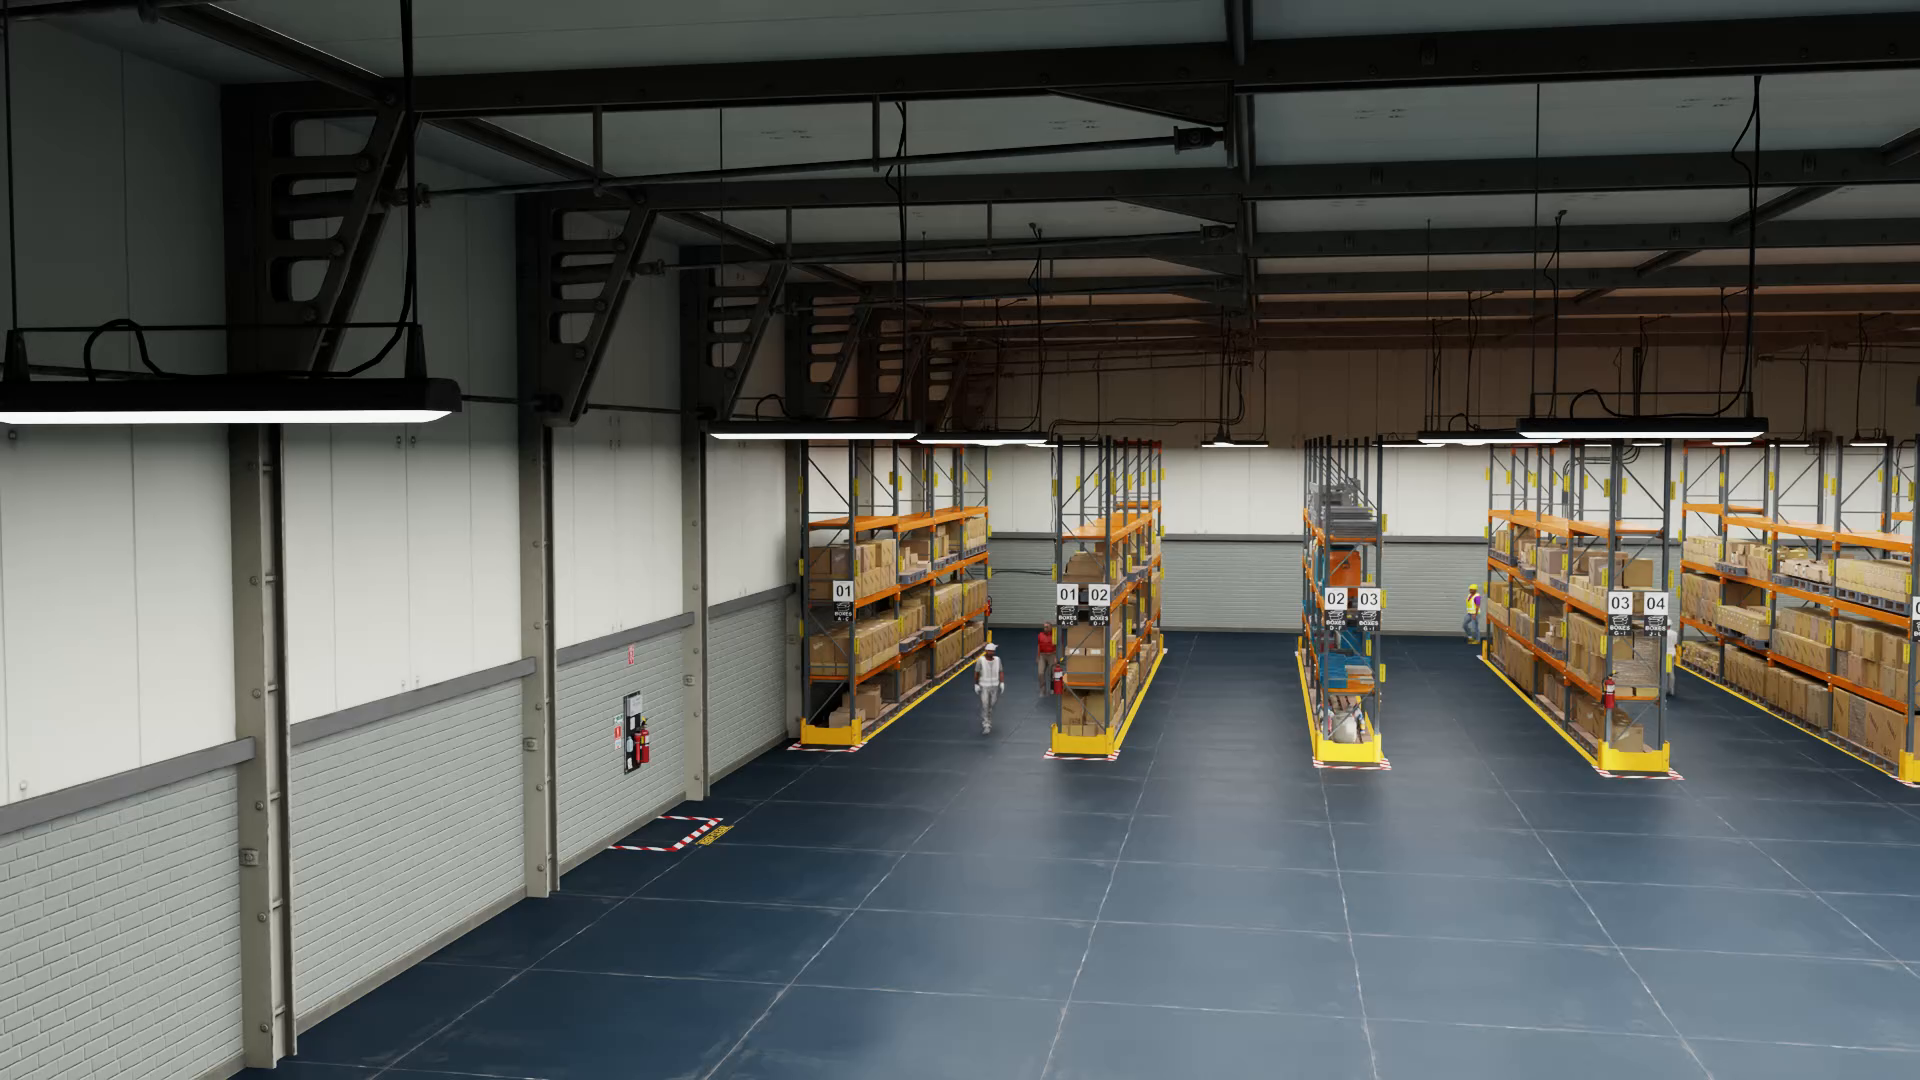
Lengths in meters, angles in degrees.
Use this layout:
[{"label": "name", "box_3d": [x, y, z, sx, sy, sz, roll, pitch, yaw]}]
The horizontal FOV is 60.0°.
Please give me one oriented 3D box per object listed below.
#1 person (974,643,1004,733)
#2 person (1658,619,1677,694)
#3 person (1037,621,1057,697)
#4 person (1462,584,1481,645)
[{"label": "person", "box_3d": [0.623, 2.993, 33.887, 0.569, 1.770, 0.805, -1, 3, -23]}, {"label": "person", "box_3d": [16.610, 2.744, 38.979, 0.546, 1.785, 0.552, 0, 3, -7]}, {"label": "person", "box_3d": [2.047, 2.785, 38.756, 0.603, 1.776, 0.600, 2, 3, 27]}, {"label": "person", "box_3d": [15.069, 2.203, 48.876, 0.497, 1.803, 0.594, -1, 3, -17]}]
